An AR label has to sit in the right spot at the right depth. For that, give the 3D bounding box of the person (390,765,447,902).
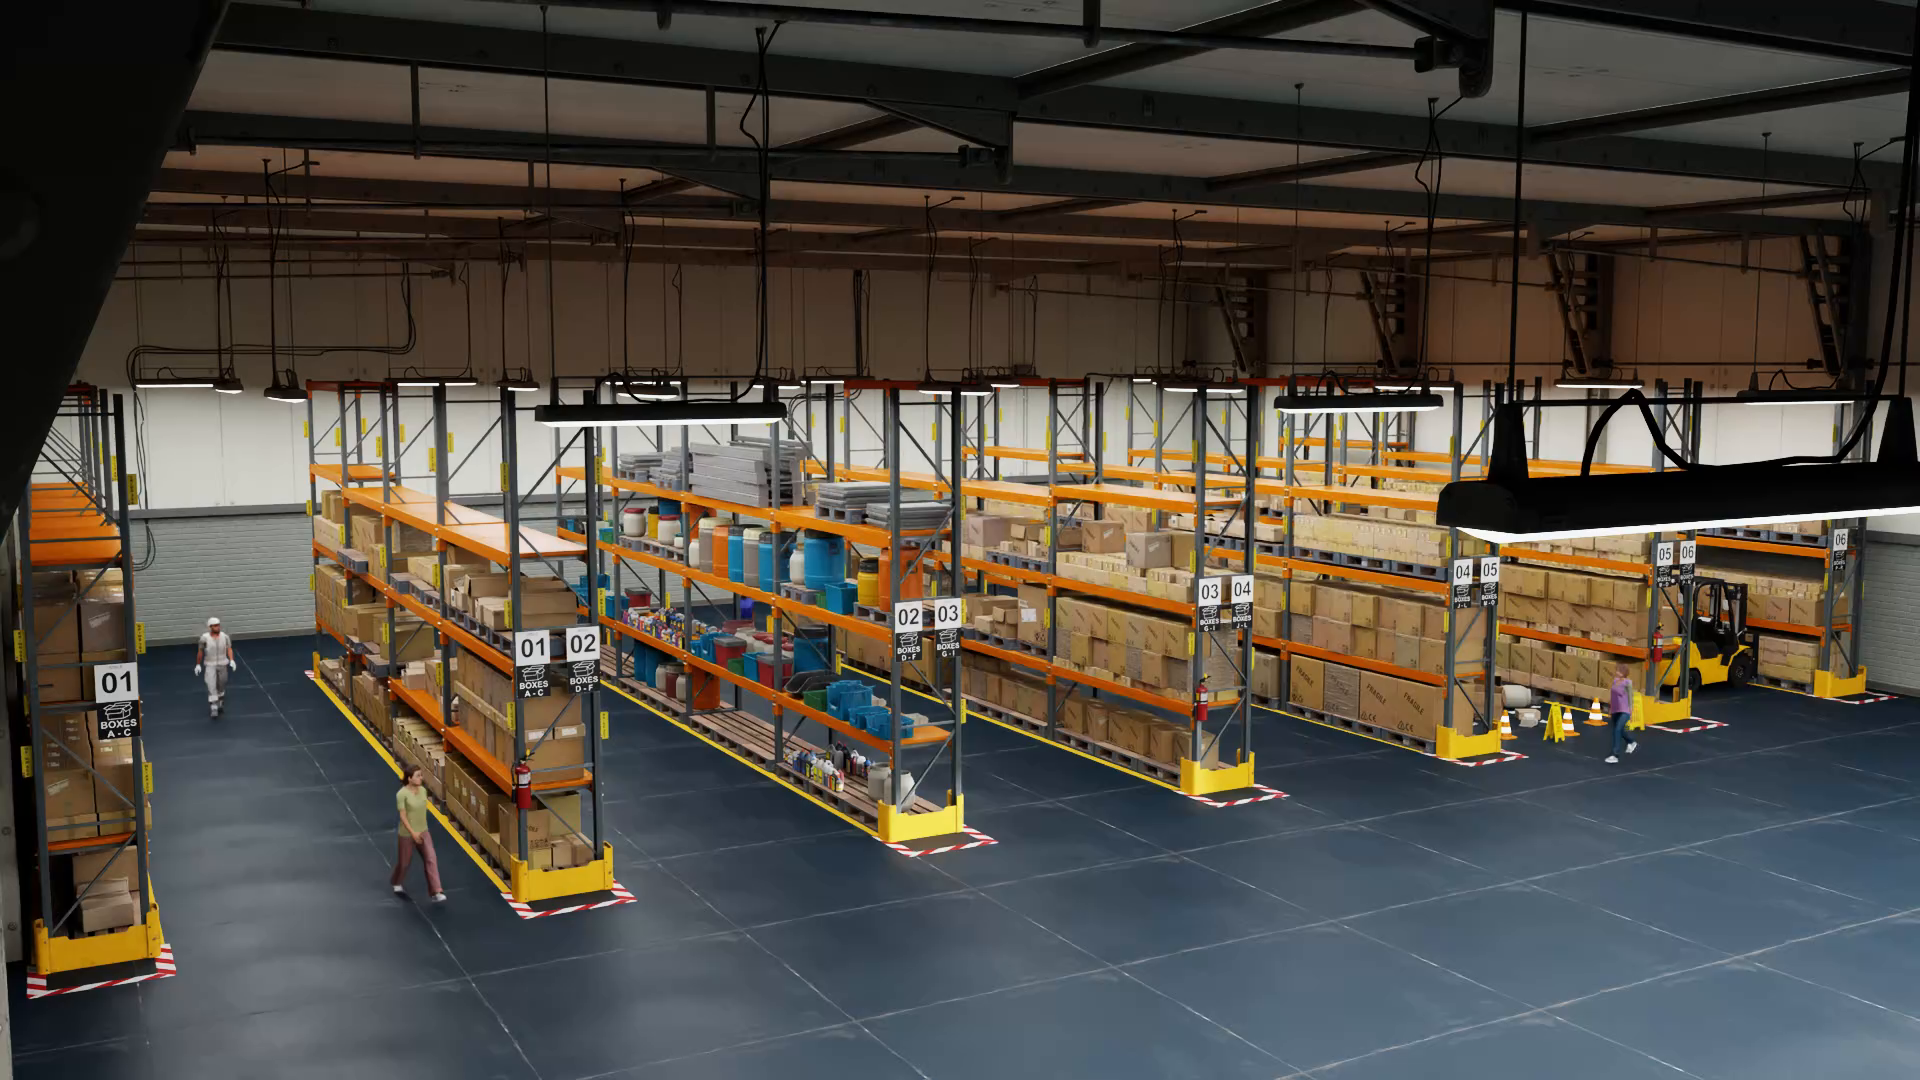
[{"bbox_3d":[-6.399,3.467,19.599,1.094,1.541,0.424,6,8,43],"label":"person"}]

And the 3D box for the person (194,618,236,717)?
[{"bbox_3d":[-13.392,2.258,29.917,0.647,1.721,1.047,-4,7,-34],"label":"person"}]

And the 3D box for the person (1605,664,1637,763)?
[{"bbox_3d":[10.564,2.730,26.445,0.847,1.560,0.416,-3,7,-28],"label":"person"}]

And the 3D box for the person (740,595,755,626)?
[{"bbox_3d":[-4.601,1.758,35.349,0.455,1.610,0.863,-4,7,-31],"label":"person"}]
